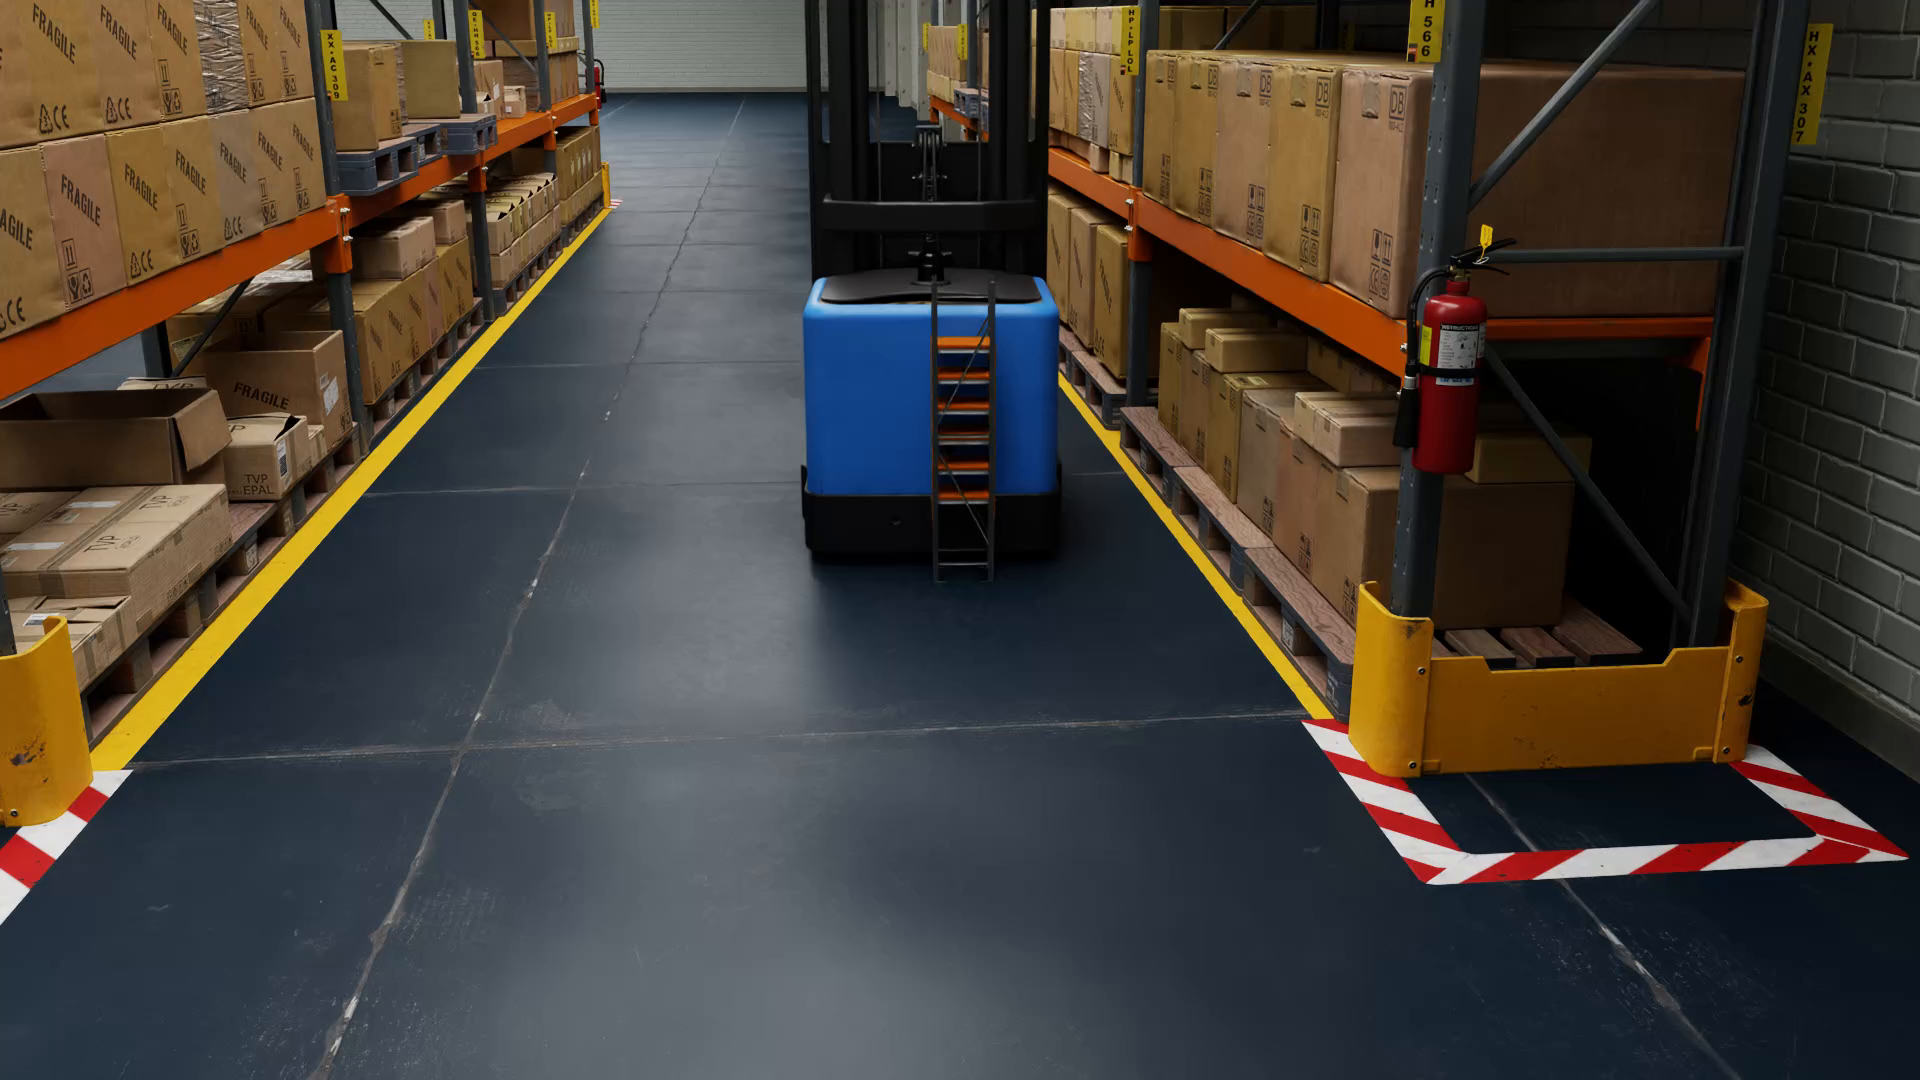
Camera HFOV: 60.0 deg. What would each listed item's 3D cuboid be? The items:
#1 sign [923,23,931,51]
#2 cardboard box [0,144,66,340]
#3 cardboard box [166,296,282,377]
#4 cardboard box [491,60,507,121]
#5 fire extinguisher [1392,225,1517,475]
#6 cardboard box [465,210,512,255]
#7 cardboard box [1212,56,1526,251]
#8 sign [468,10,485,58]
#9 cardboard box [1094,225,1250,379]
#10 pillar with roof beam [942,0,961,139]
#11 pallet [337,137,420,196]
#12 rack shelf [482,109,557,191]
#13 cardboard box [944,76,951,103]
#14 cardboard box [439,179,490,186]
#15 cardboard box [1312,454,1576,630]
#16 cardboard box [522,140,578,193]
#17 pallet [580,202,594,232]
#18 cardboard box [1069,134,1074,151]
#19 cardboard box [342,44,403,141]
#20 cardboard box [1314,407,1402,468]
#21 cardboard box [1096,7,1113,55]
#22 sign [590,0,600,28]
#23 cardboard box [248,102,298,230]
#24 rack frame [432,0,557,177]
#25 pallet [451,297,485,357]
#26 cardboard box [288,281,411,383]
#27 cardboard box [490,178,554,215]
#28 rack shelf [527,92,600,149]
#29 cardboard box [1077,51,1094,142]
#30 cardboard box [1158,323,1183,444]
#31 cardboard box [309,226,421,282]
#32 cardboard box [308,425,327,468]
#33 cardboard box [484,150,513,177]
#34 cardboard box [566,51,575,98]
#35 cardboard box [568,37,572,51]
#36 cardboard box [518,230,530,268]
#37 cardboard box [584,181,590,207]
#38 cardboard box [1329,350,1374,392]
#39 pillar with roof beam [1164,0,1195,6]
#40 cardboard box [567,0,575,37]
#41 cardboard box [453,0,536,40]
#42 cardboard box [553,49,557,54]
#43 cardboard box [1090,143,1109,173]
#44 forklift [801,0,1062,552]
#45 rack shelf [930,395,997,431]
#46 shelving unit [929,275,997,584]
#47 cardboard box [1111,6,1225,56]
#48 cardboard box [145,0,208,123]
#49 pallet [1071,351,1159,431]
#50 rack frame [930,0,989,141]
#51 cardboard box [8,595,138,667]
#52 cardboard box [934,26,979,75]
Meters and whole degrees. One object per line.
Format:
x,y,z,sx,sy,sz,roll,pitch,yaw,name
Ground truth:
-0.386,-5.963,19.718,0.100,0.325,0.005,-2,18,-6,sign
-2.907,-0.834,4.659,0.500,0.500,0.500,-1,17,-4,cardboard box
-3.872,-0.993,8.771,0.500,0.500,0.500,-2,18,-6,cardboard box
-4.244,-3.883,14.369,0.500,0.500,0.500,-1,17,-2,cardboard box
1.360,-0.526,4.597,0.296,0.674,0.183,-2,18,-6,fire extinguisher
-3.710,-2.351,12.610,0.500,0.311,0.500,-1,17,-4,cardboard box
1.586,-1.539,6.570,0.980,0.700,0.700,-3,18,-8,cardboard box
-3.409,-3.564,11.719,0.100,0.325,0.005,-2,18,-6,sign
1.195,-1.356,9.377,0.750,0.750,0.750,-2,17,-5,cardboard box
-4.434,-11.690,29.388,9.100,9.000,0.400,-2,18,-6,pillar with roof beam
-3.510,-1.988,8.821,1.003,0.211,1.213,-2,18,-6,pallet
-4.155,-3.282,13.824,1.077,0.370,4.000,-2,18,-6,rack shelf
0.105,-4.743,17.494,0.500,0.250,0.500,-2,18,-6,cardboard box
-4.520,-3.097,14.987,0.500,0.311,0.500,-2,18,-6,cardboard box
1.632,-0.013,5.684,0.700,0.500,0.500,-2,18,-6,cardboard box
-4.157,-3.764,16.796,0.500,0.500,0.500,-2,18,-6,cardboard box
-4.530,-3.493,17.952,1.003,0.211,1.213,-2,18,-6,pallet
0.927,-2.663,11.037,0.380,0.149,0.250,-1,17,-4,cardboard box
-3.496,-2.437,9.063,0.700,0.500,0.500,1,17,3,cardboard box
1.438,-0.355,5.690,0.380,0.149,0.250,-2,18,-6,cardboard box
1.045,-2.833,9.243,0.500,0.250,0.500,-1,17,-4,cardboard box
-4.232,-6.091,19.242,0.100,0.325,0.005,-2,18,-6,sign
-3.174,-1.591,7.069,0.500,0.500,0.500,-1,17,-4,cardboard box
-4.361,-4.221,15.615,1.000,3.000,0.127,-2,18,-6,rack frame
-3.909,-1.475,11.524,1.003,0.211,1.213,-2,18,-6,pallet
-3.409,-1.165,9.319,0.500,0.500,0.500,-2,17,-5,cardboard box
-3.974,-3.111,15.030,0.500,0.311,0.500,-1,17,-4,cardboard box
-4.567,-4.474,17.620,1.077,0.370,4.000,-2,18,-6,rack shelf
0.987,-2.622,9.825,0.500,0.500,0.500,-2,18,-6,cardboard box
1.366,-0.774,8.105,0.700,0.500,0.500,-2,17,-5,cardboard box
-3.446,-1.662,9.651,0.500,0.250,0.500,-2,18,-6,cardboard box
-3.096,-0.417,7.521,0.380,0.149,0.250,-2,18,-6,cardboard box
-4.666,-3.748,16.745,0.500,0.500,0.500,-2,18,-6,cardboard box
-4.679,-5.165,18.453,0.700,0.500,0.500,-1,17,-4,cardboard box
-4.466,-5.433,18.225,0.380,0.149,0.250,-2,17,-5,cardboard box
-3.823,-2.387,13.663,0.500,0.250,0.500,-2,18,-7,cardboard box
-4.258,-3.704,17.857,0.500,0.250,0.500,-2,18,-6,cardboard box
1.711,-0.669,6.691,0.380,0.149,0.250,-2,18,-5,cardboard box
-2.577,-6.327,12.306,9.100,9.000,0.400,-2,18,-6,pillar with roof beam
-4.733,-5.924,18.707,0.700,0.500,0.500,-2,18,-5,cardboard box
-4.413,-5.020,15.826,0.700,0.500,0.500,-2,18,-5,cardboard box
-4.333,-5.048,16.999,0.380,0.149,0.250,-2,18,-7,cardboard box
0.958,-2.203,9.574,0.380,0.149,0.250,-2,18,-6,cardboard box
-0.148,-1.735,7.812,1.130,2.935,3.031,0,17,-1,forklift
0.012,-0.500,6.513,0.258,0.103,0.180,0,17,-1,rack shelf
0.012,-0.428,6.536,0.258,1.200,0.189,0,17,-1,shelving unit
1.089,-2.680,8.757,0.500,0.250,0.500,-1,17,-4,cardboard box
-3.068,-1.767,5.962,0.500,0.500,0.500,-2,18,-6,cardboard box
1.237,-0.889,9.656,1.003,0.211,1.213,-2,18,-6,pallet
0.153,-5.567,19.902,1.000,3.000,0.127,-2,18,-6,rack frame
-2.850,0.286,5.254,0.380,0.166,0.250,-2,18,-6,cardboard box
-0.008,-5.410,18.365,0.500,0.500,0.500,-2,18,-7,cardboard box
